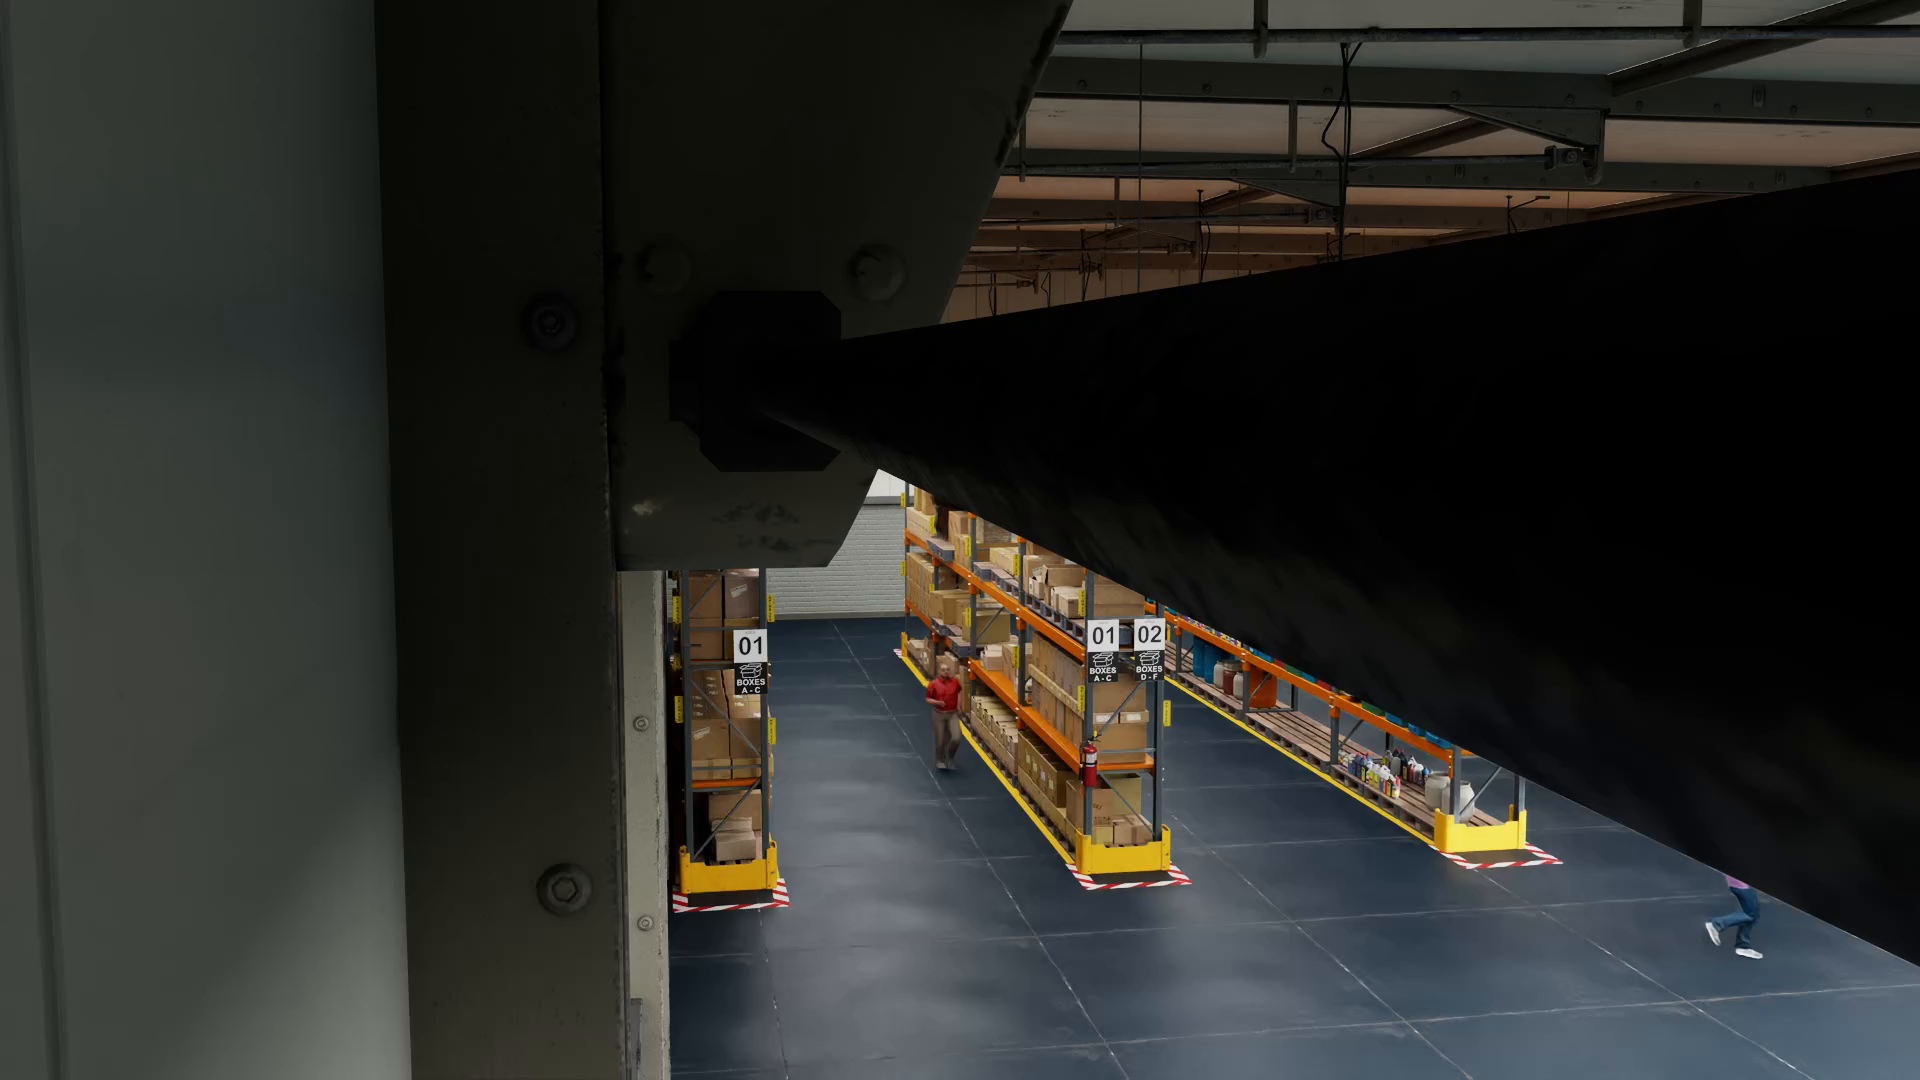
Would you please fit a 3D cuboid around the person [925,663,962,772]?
[{"bbox_3d":[-0.208,2.794,26.022,0.645,1.733,0.651,-2,6,-15],"label":"person"}]

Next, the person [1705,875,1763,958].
[{"bbox_3d":[8.361,3.710,17.926,0.598,1.578,0.537,2,6,16],"label":"person"}]

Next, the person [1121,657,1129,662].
[{"bbox_3d":[2.861,2.284,30.659,0.702,1.743,0.820,-3,6,-23],"label":"person"}]
